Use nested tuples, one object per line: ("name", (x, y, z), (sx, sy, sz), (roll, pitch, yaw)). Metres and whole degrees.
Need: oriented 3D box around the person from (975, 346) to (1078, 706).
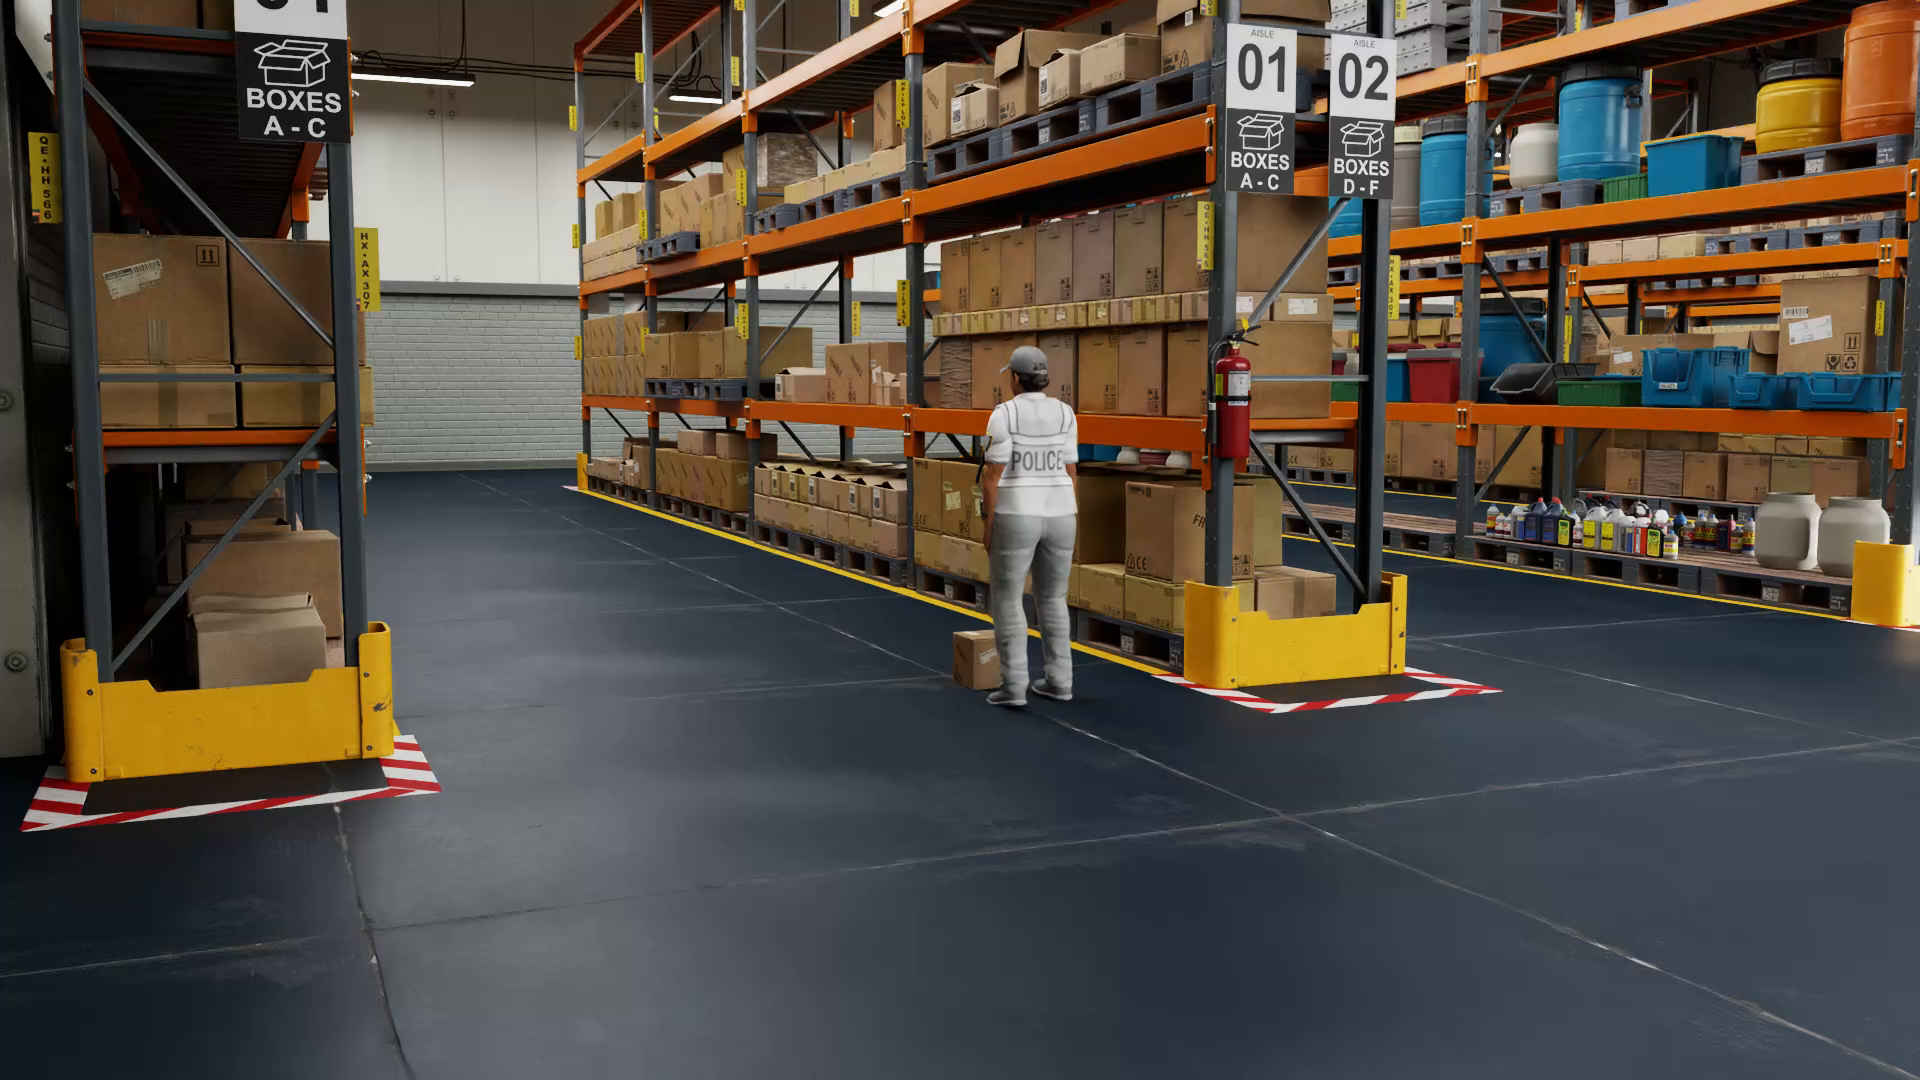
("person", (0.310, -0.061, 7.732), (0.467, 1.673, 0.391), (-2, 6, -22))
